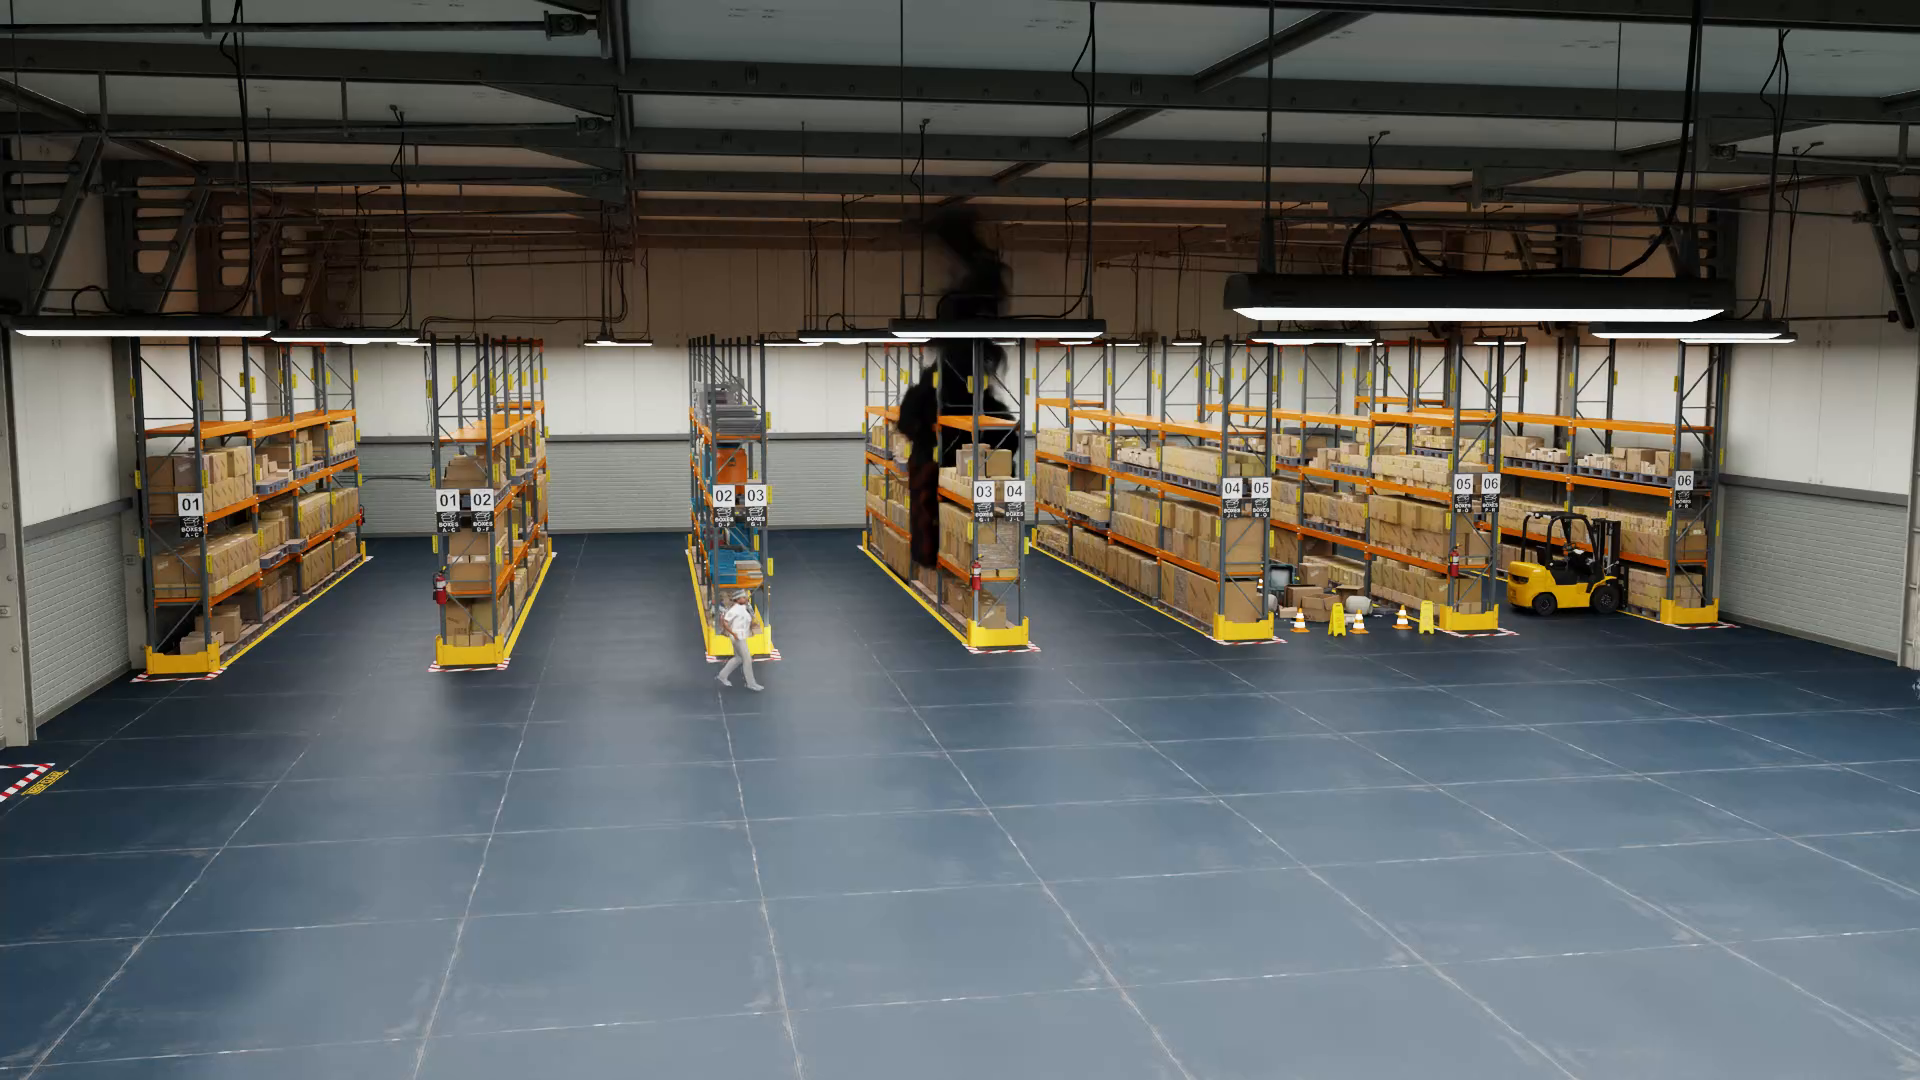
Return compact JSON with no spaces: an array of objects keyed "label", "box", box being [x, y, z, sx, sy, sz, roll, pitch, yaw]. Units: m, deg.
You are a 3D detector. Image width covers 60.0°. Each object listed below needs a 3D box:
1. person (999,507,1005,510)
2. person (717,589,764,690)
[{"label":"person","box":[1.152,-0.425,47.220,0.523,1.541,0.795,0,7,0]},{"label":"person","box":[-3.700,1.662,27.961,0.840,1.696,0.580,1,7,8]}]
